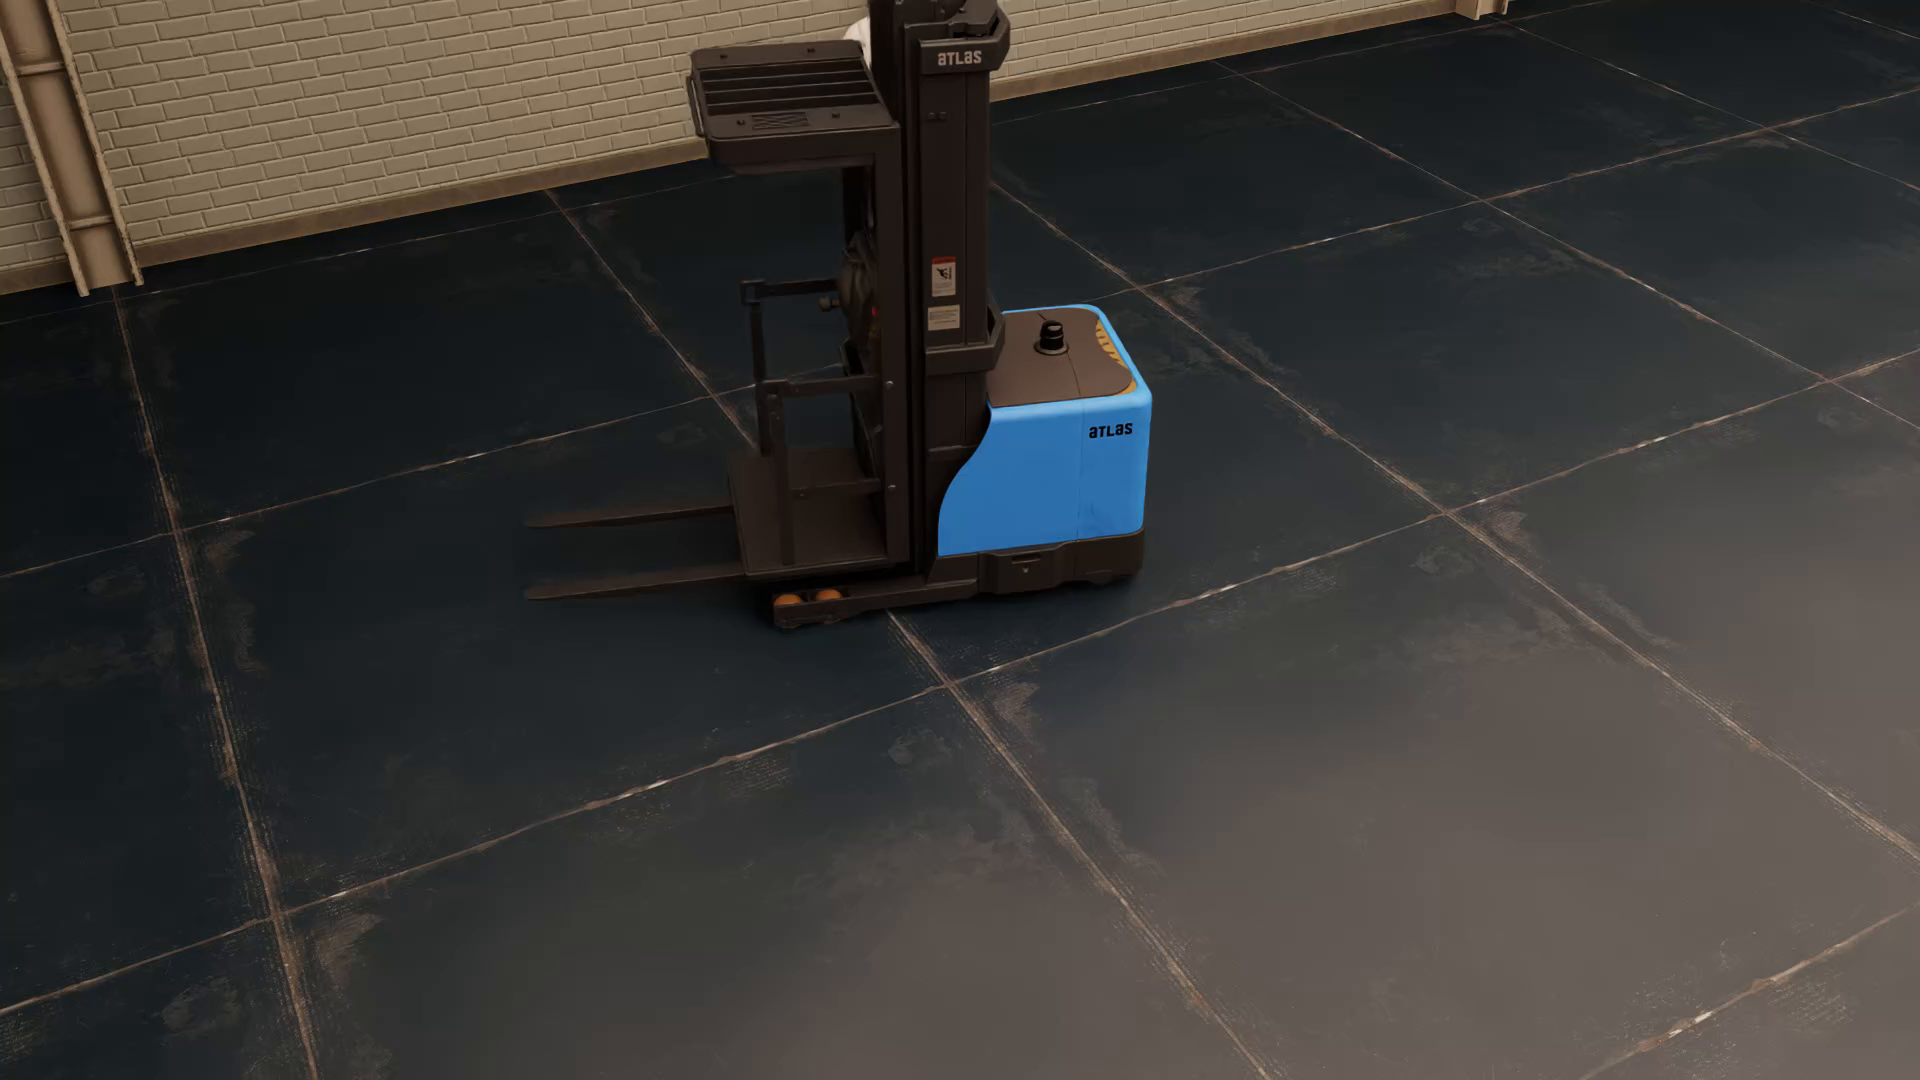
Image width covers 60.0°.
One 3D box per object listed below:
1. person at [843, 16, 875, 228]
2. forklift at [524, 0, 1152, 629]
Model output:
[{"bbox_3d":[-0.471,-2.951,11.351,0.886,1.726,0.467,3,35,4],"label":"person"},{"bbox_3d":[-0.652,-1.100,7.680,3.031,2.935,1.130,-7,36,-9],"label":"forklift"}]
